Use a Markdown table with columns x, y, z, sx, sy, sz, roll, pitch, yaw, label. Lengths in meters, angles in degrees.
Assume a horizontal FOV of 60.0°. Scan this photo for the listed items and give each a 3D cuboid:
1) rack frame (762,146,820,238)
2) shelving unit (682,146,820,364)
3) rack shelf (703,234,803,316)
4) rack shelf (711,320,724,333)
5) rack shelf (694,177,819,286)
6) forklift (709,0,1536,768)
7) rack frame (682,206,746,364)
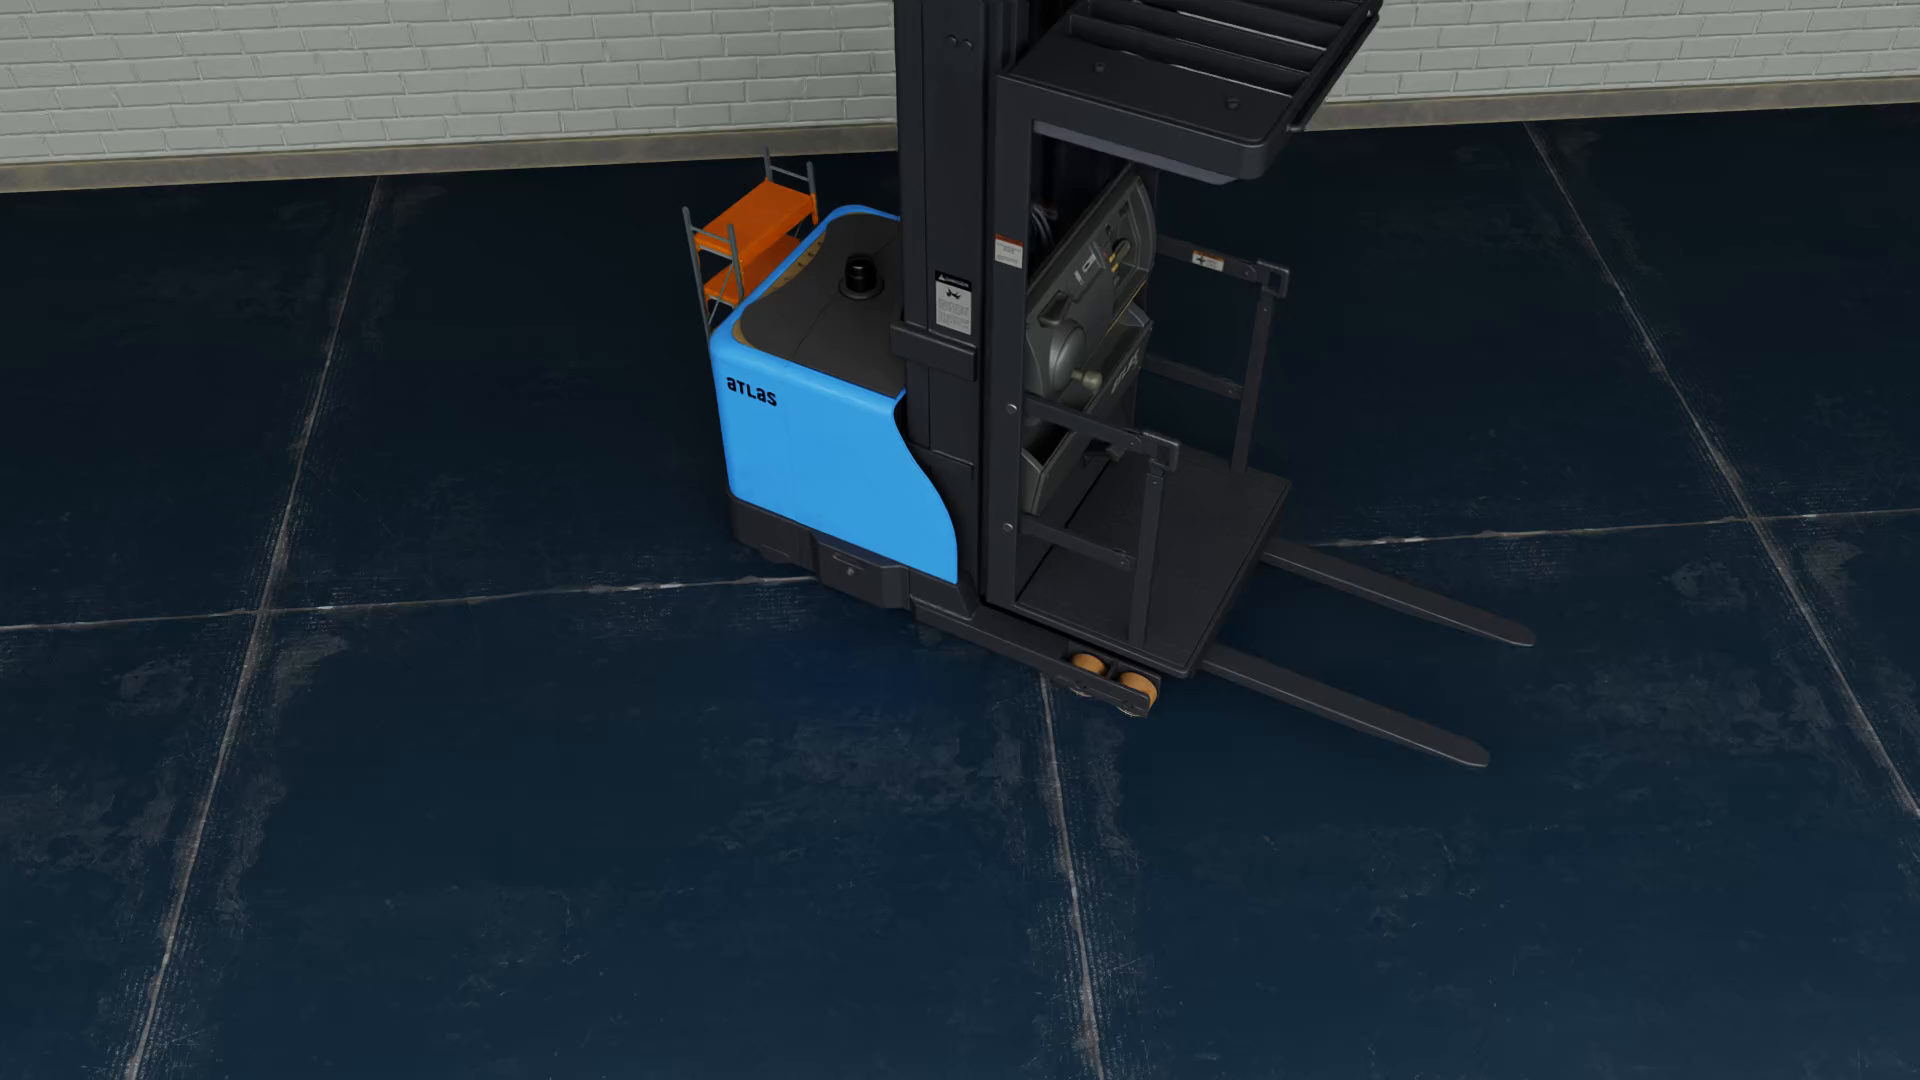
| x | y | z | sx | sy | sz | roll | pitch | yaw | label |
| --- | --- | --- | --- | --- | --- | --- | --- | --- | --- |
| -0.651 | -1.085 | 6.942 | 0.240 | 1.200 | 0.015 | 24 | 51 | 25 | rack frame |
| -0.786 | -0.938 | 6.802 | 0.258 | 1.200 | 0.503 | 24 | 51 | 25 | shelving unit |
| -0.793 | -1.048 | 6.692 | 0.258 | 0.148 | 0.480 | 24 | 51 | 25 | rack shelf |
| -0.784 | -0.890 | 6.850 | 0.258 | 0.148 | 0.480 | 24 | 51 | 25 | rack shelf |
| -0.804 | -1.216 | 6.525 | 0.258 | 0.148 | 0.480 | 24 | 51 | 25 | rack shelf |
| 0.624 | -0.803 | 5.492 | 3.031 | 2.935 | 1.130 | 21 | 50 | 19 | forklift |
| -0.922 | -0.790 | 6.662 | 0.240 | 1.200 | 0.015 | 24 | 51 | 25 | rack frame |
